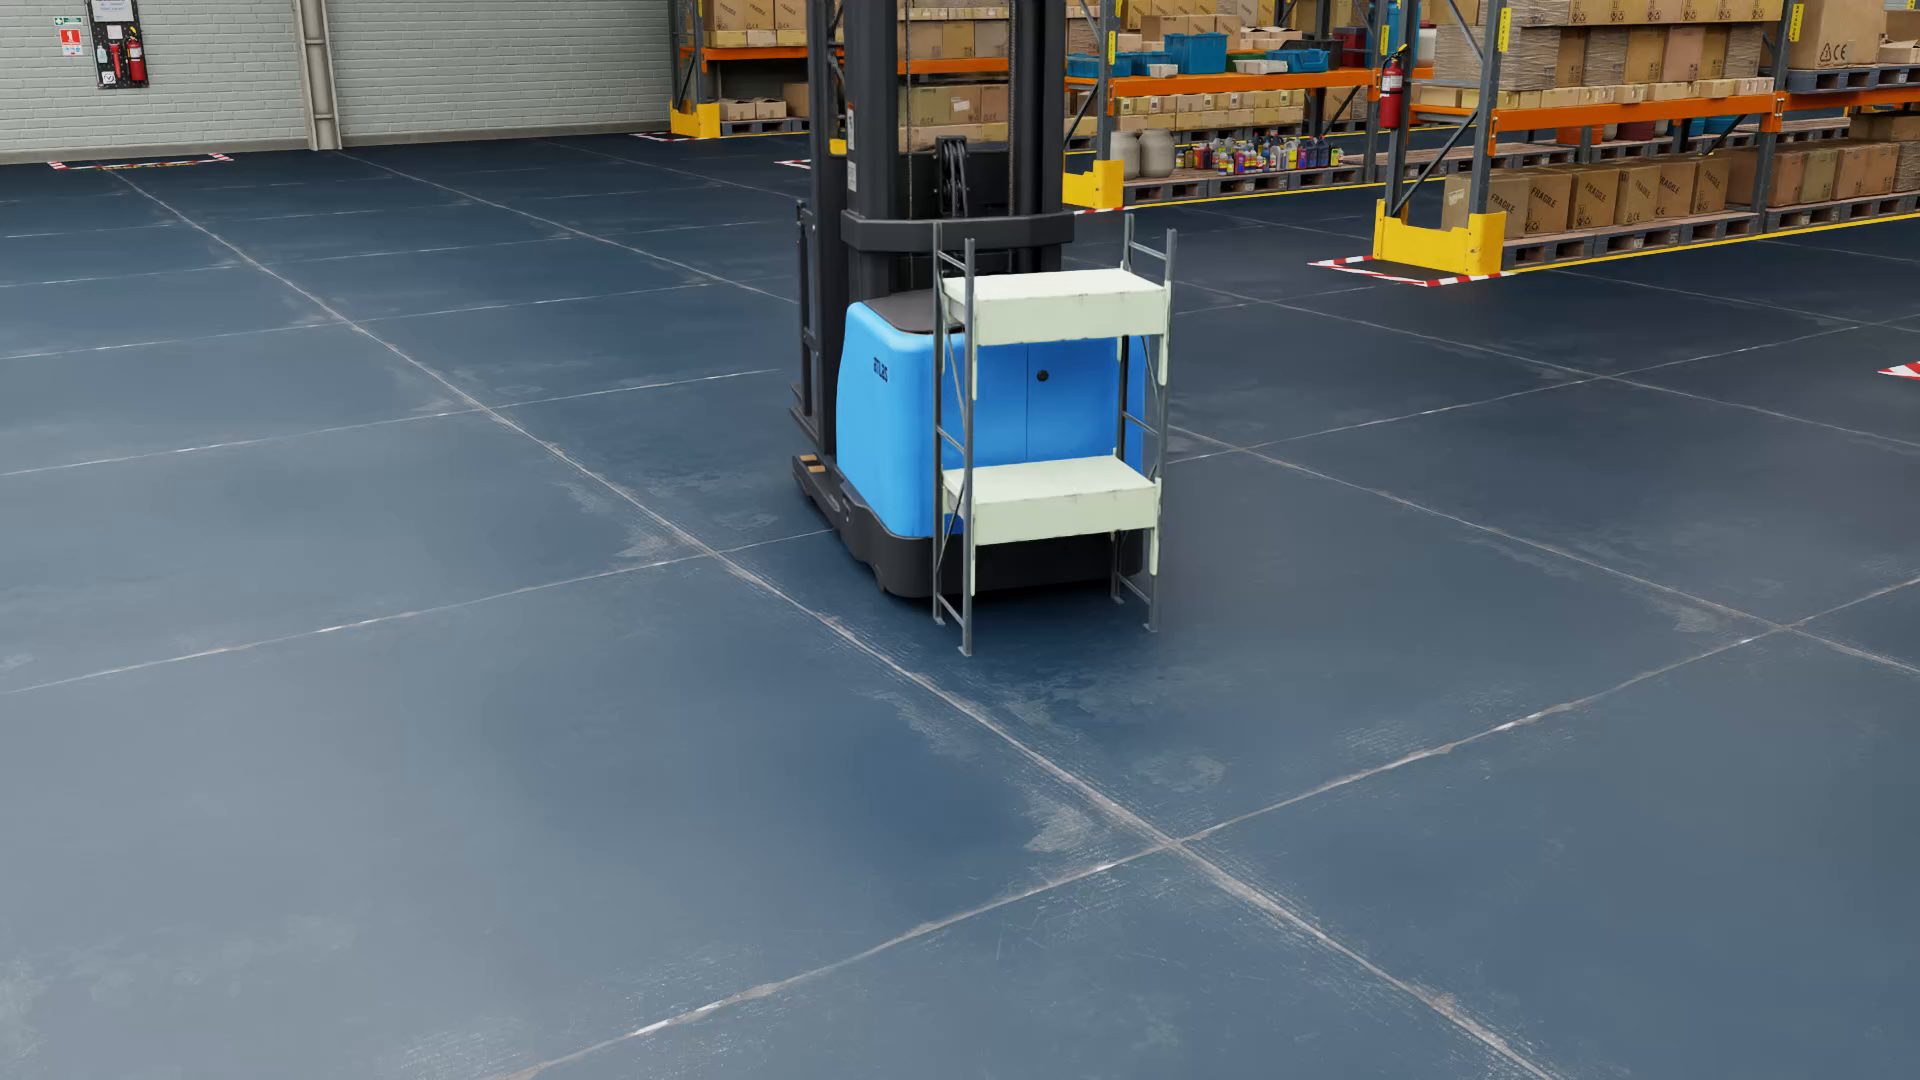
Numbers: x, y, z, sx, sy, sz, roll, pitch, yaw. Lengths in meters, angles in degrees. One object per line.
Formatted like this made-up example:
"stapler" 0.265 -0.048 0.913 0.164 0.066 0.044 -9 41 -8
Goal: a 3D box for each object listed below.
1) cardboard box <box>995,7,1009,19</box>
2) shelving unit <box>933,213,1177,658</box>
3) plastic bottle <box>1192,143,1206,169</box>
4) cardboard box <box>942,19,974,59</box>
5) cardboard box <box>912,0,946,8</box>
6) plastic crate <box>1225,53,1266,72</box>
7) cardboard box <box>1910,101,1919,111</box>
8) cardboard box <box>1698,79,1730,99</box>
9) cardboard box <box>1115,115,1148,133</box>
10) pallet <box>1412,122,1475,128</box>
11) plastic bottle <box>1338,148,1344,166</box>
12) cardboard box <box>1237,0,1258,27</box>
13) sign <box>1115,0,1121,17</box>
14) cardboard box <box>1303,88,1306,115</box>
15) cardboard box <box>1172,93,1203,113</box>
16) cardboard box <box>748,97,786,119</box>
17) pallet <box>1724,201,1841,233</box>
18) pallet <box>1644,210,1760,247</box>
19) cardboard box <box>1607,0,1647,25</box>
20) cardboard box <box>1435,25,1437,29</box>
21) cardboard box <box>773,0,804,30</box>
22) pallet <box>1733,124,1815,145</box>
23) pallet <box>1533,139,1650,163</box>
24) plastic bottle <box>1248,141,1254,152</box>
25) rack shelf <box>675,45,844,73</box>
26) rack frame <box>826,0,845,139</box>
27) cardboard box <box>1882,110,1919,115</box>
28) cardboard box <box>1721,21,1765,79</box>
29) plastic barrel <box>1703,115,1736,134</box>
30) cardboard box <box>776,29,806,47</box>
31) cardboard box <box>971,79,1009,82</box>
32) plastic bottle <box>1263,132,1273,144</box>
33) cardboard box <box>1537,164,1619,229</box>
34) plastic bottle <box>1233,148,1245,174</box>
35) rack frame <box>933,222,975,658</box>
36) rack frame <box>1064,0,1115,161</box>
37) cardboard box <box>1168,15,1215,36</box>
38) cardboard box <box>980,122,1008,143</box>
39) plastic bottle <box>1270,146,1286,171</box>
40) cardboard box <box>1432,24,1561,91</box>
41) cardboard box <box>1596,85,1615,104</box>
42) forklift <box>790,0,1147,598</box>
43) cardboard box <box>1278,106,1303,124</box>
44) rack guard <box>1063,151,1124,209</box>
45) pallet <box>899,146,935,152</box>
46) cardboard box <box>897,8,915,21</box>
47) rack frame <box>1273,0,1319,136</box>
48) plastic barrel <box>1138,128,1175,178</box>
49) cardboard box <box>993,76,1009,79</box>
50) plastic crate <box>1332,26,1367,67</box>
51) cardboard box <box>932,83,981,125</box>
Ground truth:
"cardboard box" 0.491 -7.087 22.356 0.250 0.149 0.380 -11 22 -30
"shelving unit" 0.322 -0.384 6.025 0.755 1.500 0.431 -6 21 -17
"plastic bottle" 2.780 -4.475 19.362 0.135 0.276 0.152 -12 22 -31
"cardboard box" -0.208 -6.710 22.253 0.500 0.500 0.700 -12 22 -31
"cardboard box" -0.582 -7.248 21.820 0.500 0.500 0.700 -13 22 -33
"plastic crate" 3.314 -5.519 19.217 0.662 0.188 0.450 -12 22 -31
"cardboard box" 11.255 -4.471 18.449 0.875 0.875 1.225 -13 23 -34
"cardboard box" 6.706 -4.080 15.020 0.250 0.149 0.380 -12 22 -31
"cardboard box" 2.355 -6.010 23.976 0.500 0.250 0.500 -13 22 -33
"pallet" 7.905 -7.043 27.749 1.213 0.211 1.003 -12 22 -31
"plastic bottle" 4.471 -4.519 19.610 0.097 0.201 0.097 0 19 0
"cardboard box" 5.168 -9.799 30.893 0.500 0.500 0.500 -12 22 -31
"sign" 2.188 -7.408 22.999 0.005 0.325 0.100 -12 22 -31
"cardboard box" 5.874 -7.065 26.675 0.500 0.500 0.500 -11 22 -29
"cardboard box" 3.216 -6.455 24.417 0.500 0.311 0.500 -13 22 -33
"cardboard box" -3.083 -6.861 26.368 0.500 0.311 0.500 -10 21 -27
"pallet" 7.976 -3.275 16.602 1.213 0.211 1.003 -12 22 -31
"pallet" 6.785 -3.010 15.817 1.213 0.211 1.003 -12 22 -31
"cardboard box" 5.434 -4.614 14.028 0.500 0.500 0.500 -12 22 -31
"cardboard box" 7.505 -8.602 27.195 0.500 0.500 0.700 -8 20 -23
"cardboard box" -2.769 -8.200 25.847 0.500 0.500 0.500 -13 22 -33
"pallet" 11.877 -6.011 24.696 1.213 0.211 1.003 -12 22 -31
"pallet" 8.579 -5.317 22.642 1.213 0.211 1.003 -12 22 -31
"plastic bottle" 3.441 -4.599 19.737 0.097 0.271 0.097 0 19 0
"rack shelf" -2.516 -7.740 26.579 4.000 0.370 1.077 -12 22 -31
"rack frame" -1.459 -6.404 21.504 0.127 3.000 1.000 -12 22 -31
"cardboard box" 10.124 -4.416 17.670 0.500 0.250 0.500 -11 22 -29
"cardboard box" 6.917 -4.584 15.500 0.500 0.500 0.875 -12 22 -31
"plastic barrel" 10.820 -6.306 23.834 0.708 0.901 0.600 -12 22 -31
"cardboard box" -2.750 -7.851 25.988 0.500 0.250 0.500 -12 22 -32
"cardboard box" 0.487 -6.186 23.326 0.500 0.500 0.500 -12 22 -31
"plastic bottle" 3.700 -4.706 19.929 0.185 0.351 0.144 -11 22 -30
"cardboard box" 5.531 -3.094 14.960 0.500 0.500 0.500 -10 21 -26
"plastic bottle" 3.147 -4.271 18.750 0.133 0.283 0.061 -11 22 -31
"rack frame" -0.026 -0.347 5.918 0.023 1.500 0.400 -6 21 -17
"rack frame" 1.262 -5.079 17.583 0.127 3.000 1.000 -12 22 -31
"cardboard box" 3.390 -7.468 24.495 0.500 0.500 0.500 -12 22 -31
"cardboard box" 0.365 -5.599 22.761 0.500 0.250 0.500 -12 22 -31
"plastic bottle" 3.656 -4.392 19.120 0.135 0.276 0.152 -11 22 -30
"cardboard box" 4.461 -4.032 13.866 0.500 0.500 0.875 -12 22 -31
"cardboard box" 5.396 -3.843 14.321 0.250 0.149 0.380 -12 22 -31
"forklift" -0.172 -1.603 7.410 1.130 2.935 3.031 -5 19 -16
"cardboard box" 4.917 -6.552 25.578 0.500 0.250 0.500 -11 22 -30
"rack guard" 1.300 -3.920 18.061 0.348 0.500 1.175 -12 22 -31
"pallet" -0.843 -5.229 22.382 1.213 0.211 1.003 -12 22 -31
"cardboard box" -0.794 -6.818 21.558 0.250 0.149 0.380 -13 22 -33
"rack frame" 5.222 -7.813 25.672 0.127 3.000 1.000 -12 22 -31
"plastic barrel" 2.188 -4.324 18.579 0.421 0.512 0.421 0 19 0
"cardboard box" 0.612 -7.775 28.775 0.500 0.500 0.700 -12 22 -31
"plastic crate" 4.839 -5.981 20.152 0.583 0.464 0.402 -12 22 -31
"cardboard box" -0.062 -5.871 22.393 0.500 0.500 0.500 -12 22 -31
